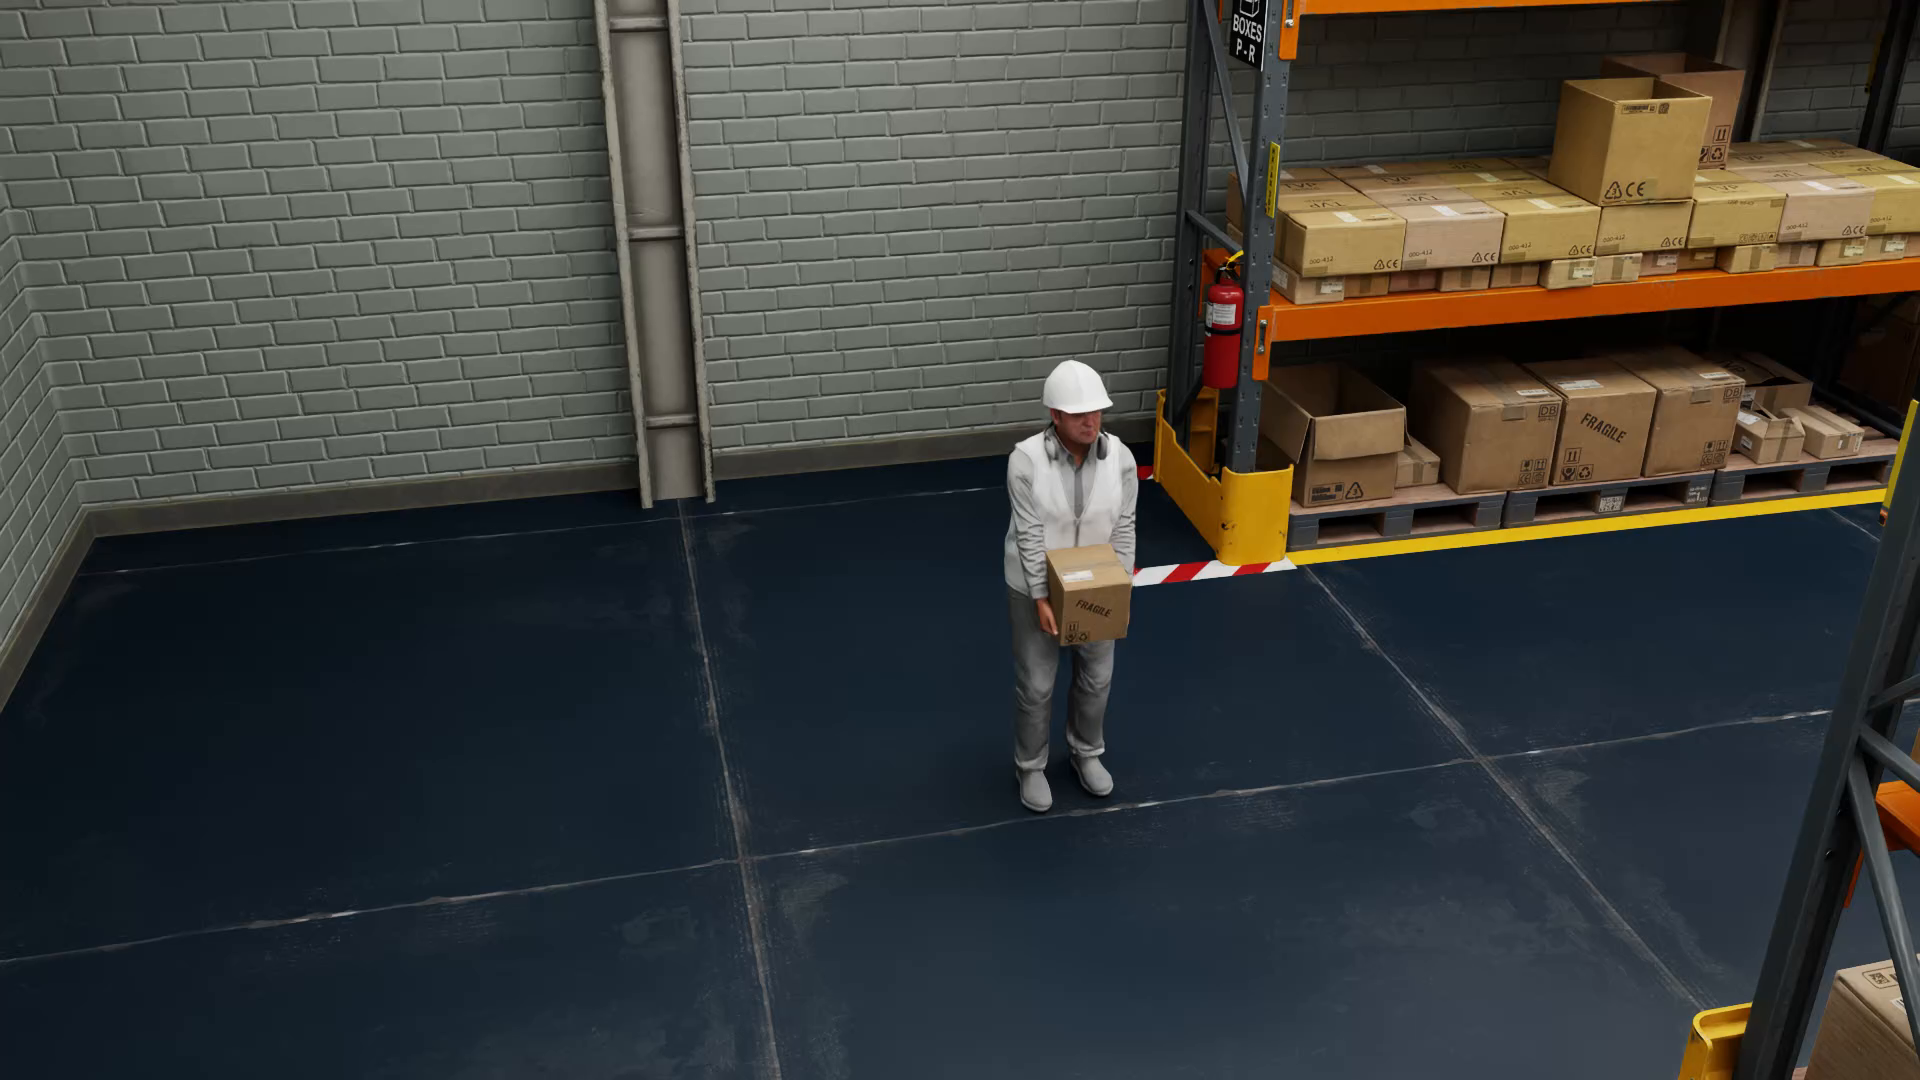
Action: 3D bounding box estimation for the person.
[{"bbox_3d":[0.423,0.195,6.203,0.494,1.772,0.558,-6,27,-12],"label":"person"}]
